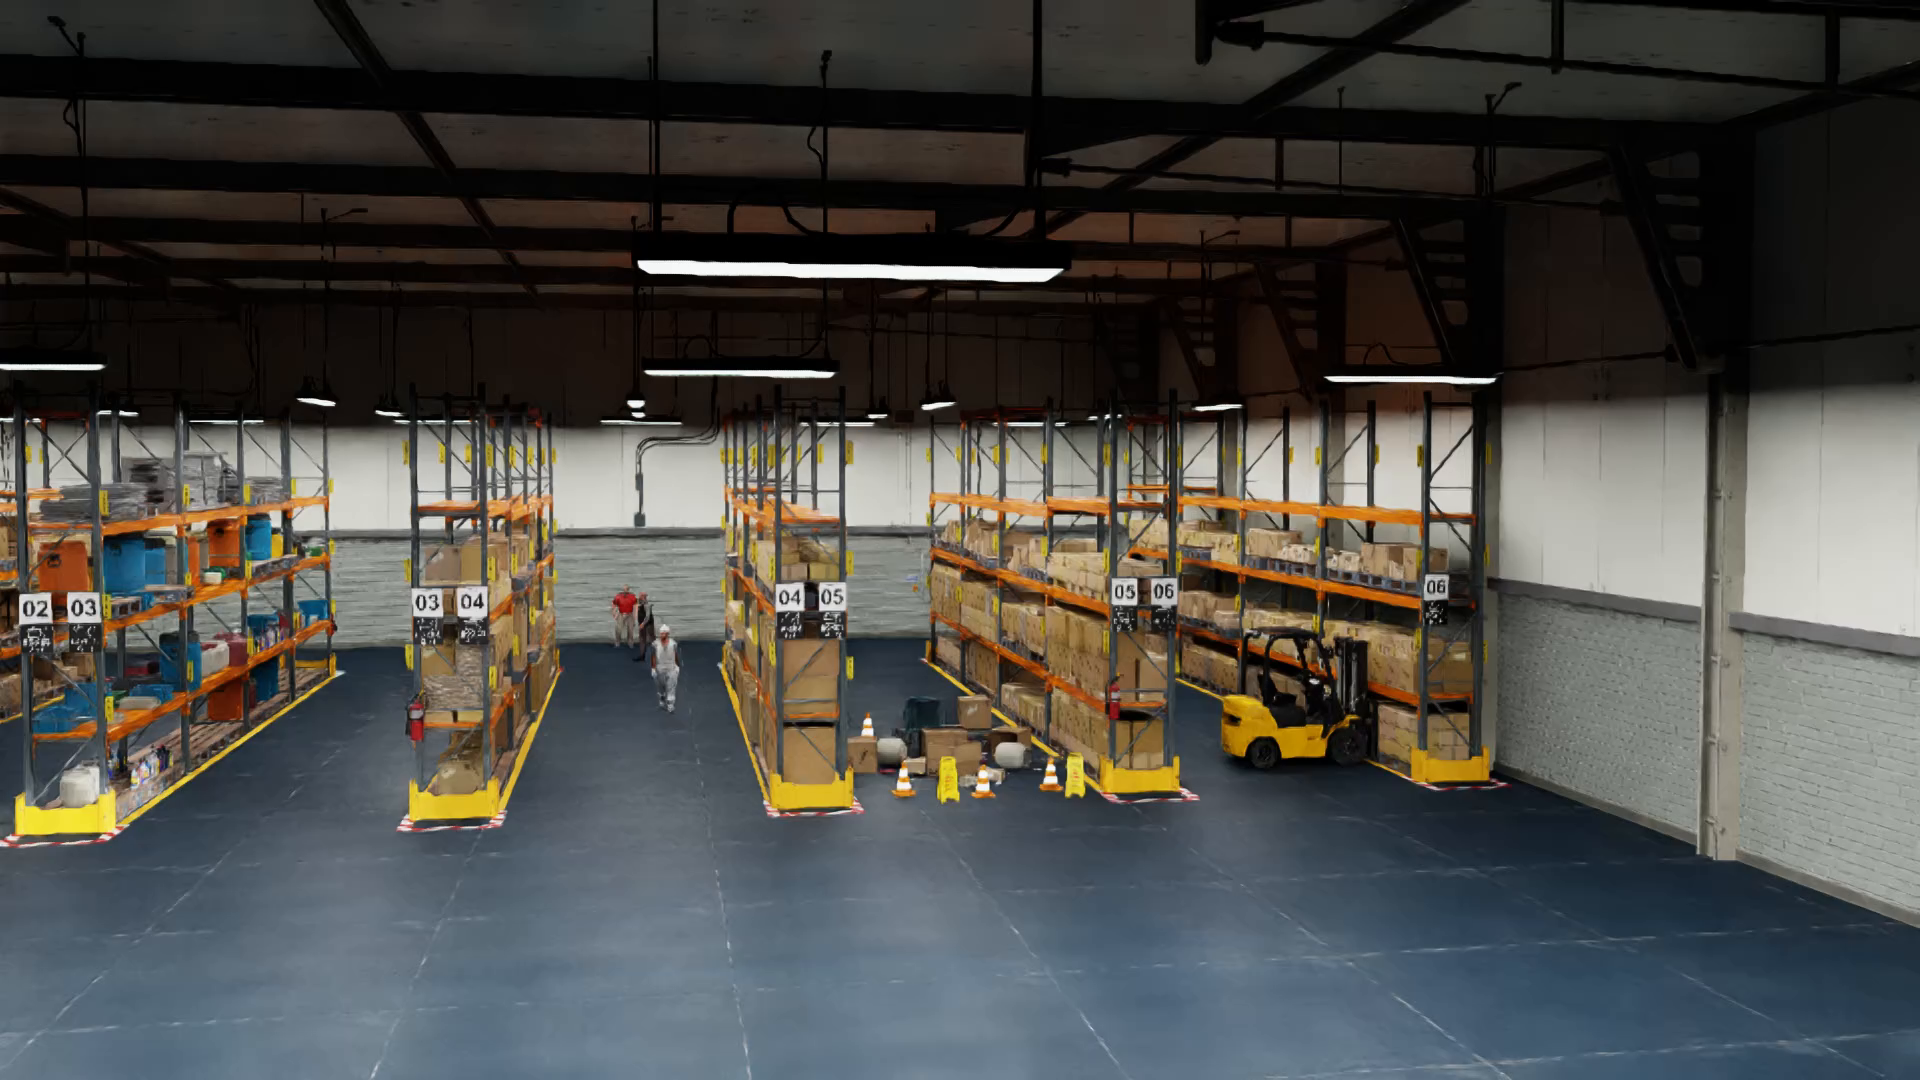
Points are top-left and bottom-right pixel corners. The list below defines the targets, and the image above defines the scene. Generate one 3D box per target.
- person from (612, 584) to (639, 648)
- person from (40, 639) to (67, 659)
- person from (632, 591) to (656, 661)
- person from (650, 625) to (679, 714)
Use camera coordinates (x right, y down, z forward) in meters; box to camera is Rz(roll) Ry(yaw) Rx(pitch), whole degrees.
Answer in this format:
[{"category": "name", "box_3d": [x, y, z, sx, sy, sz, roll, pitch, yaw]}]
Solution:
[{"category": "person", "box_3d": [-8.710, 1.979, 43.268, 0.682, 1.676, 0.529, -1, 3, -13]}, {"category": "person", "box_3d": [-20.952, 2.180, 38.272, 0.498, 1.777, 0.734, 2, 4, 35]}, {"category": "person", "box_3d": [-7.649, 2.092, 40.662, 0.700, 1.718, 0.555, -2, 4, -37]}, {"category": "person", "box_3d": [-5.740, 2.495, 32.338, 0.553, 1.706, 1.123, 0, 3, -9]}]
